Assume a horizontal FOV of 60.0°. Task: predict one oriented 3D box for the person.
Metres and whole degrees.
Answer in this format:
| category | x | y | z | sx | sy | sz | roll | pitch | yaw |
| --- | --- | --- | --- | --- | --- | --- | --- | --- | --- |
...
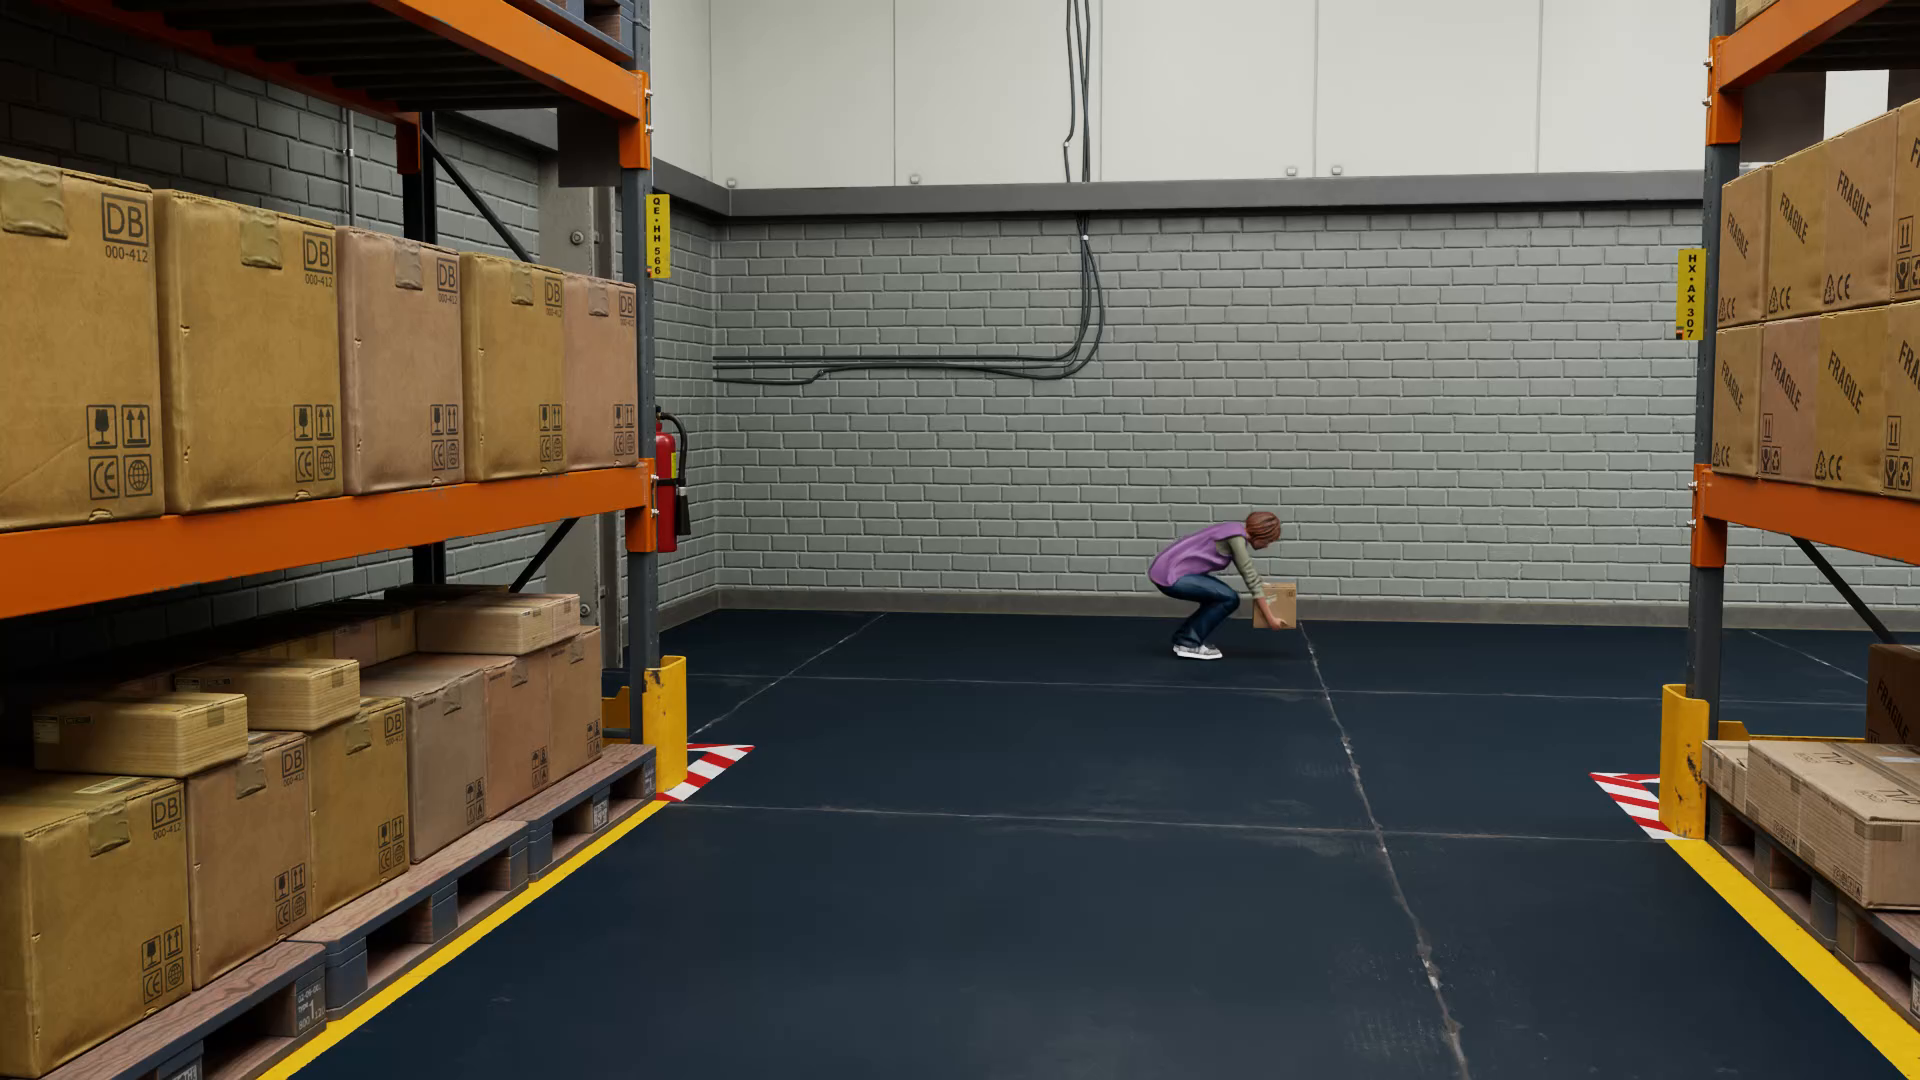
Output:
| category | x | y | z | sx | sy | sz | roll | pitch | yaw |
| --- | --- | --- | --- | --- | --- | --- | --- | --- | --- |
| person | 1.566 | 0.276 | 10.124 | 0.849 | 0.890 | 0.417 | 1 | 5 | 7 |
